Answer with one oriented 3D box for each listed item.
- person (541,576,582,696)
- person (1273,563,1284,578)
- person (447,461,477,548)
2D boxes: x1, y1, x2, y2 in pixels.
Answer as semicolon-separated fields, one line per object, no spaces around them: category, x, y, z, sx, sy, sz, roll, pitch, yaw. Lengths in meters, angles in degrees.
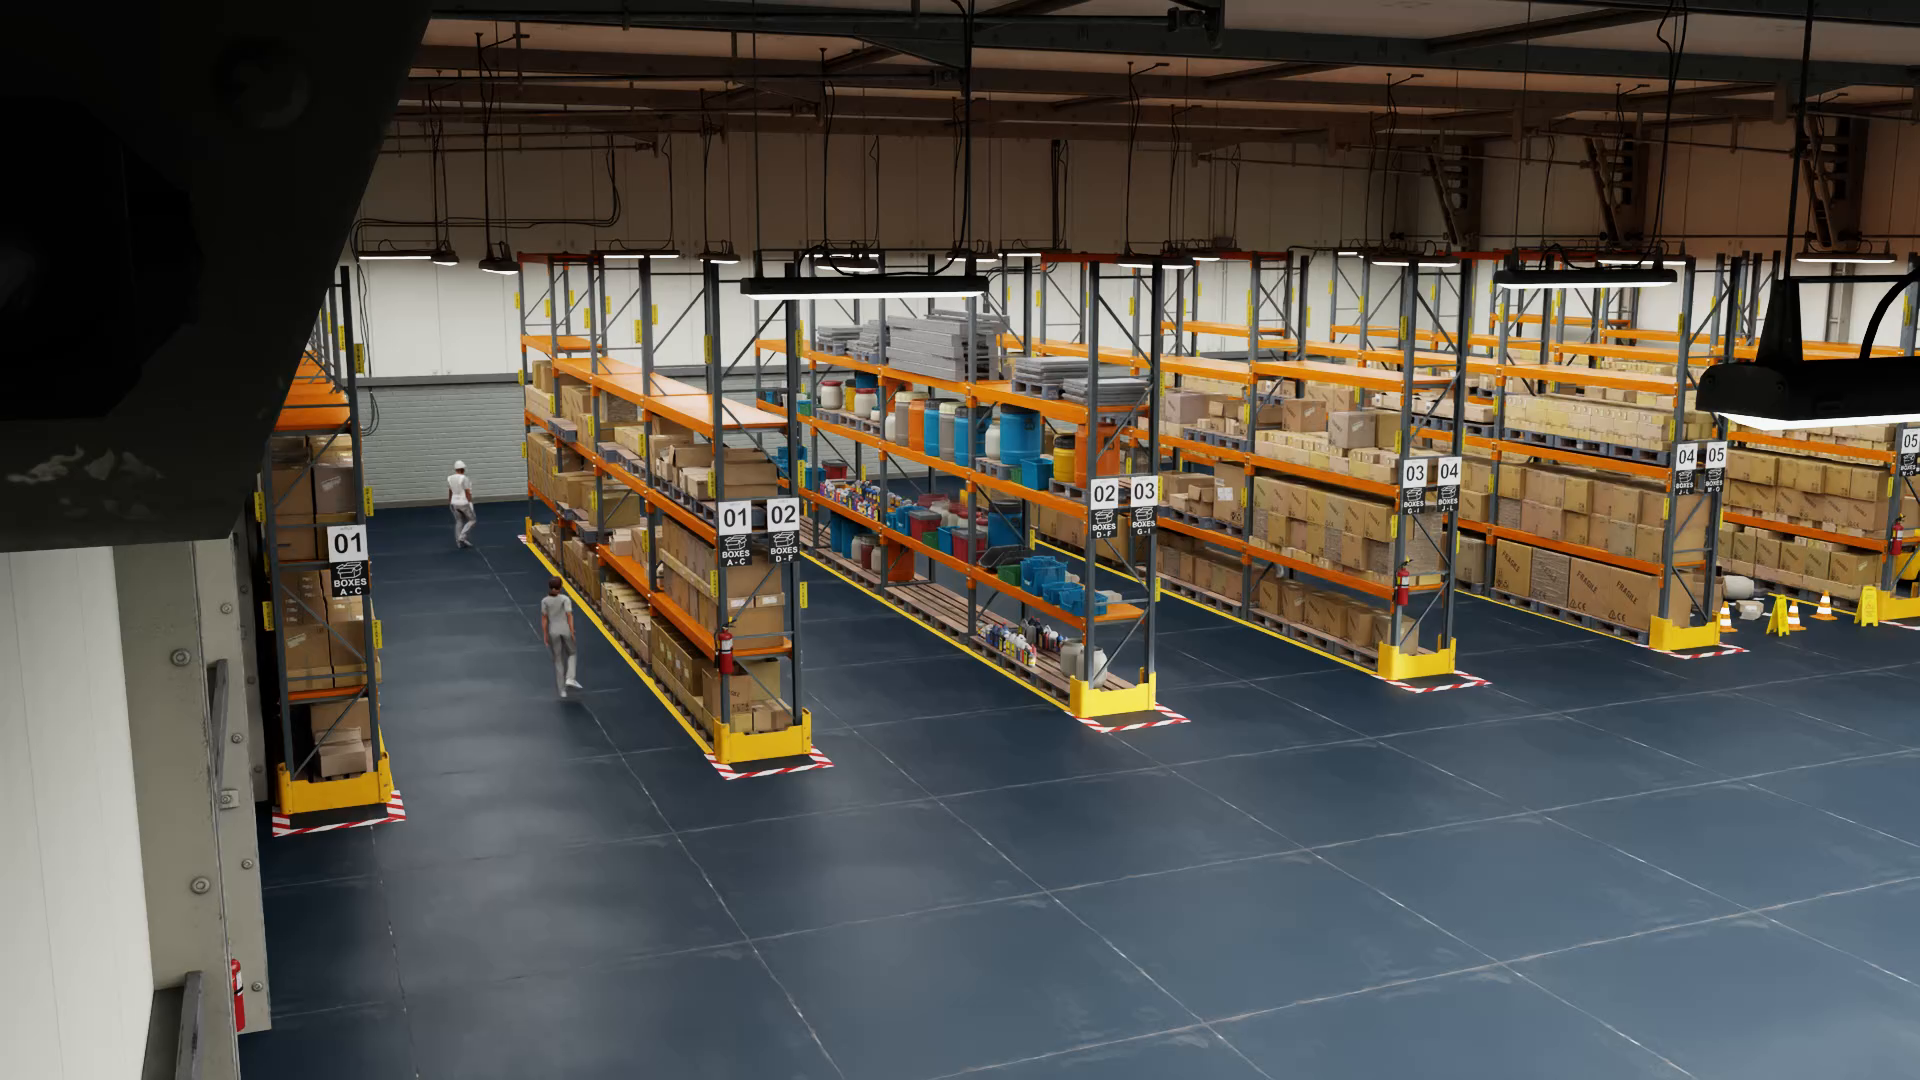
person;-5.545;1.334;23.100;0.507;1.659;0.467;-3;11;-14
person;5.874;-0.119;30.860;0.619;1.754;0.723;-1;10;-7
person;-10.239;-0.726;34.065;0.597;1.787;0.485;6;12;28
